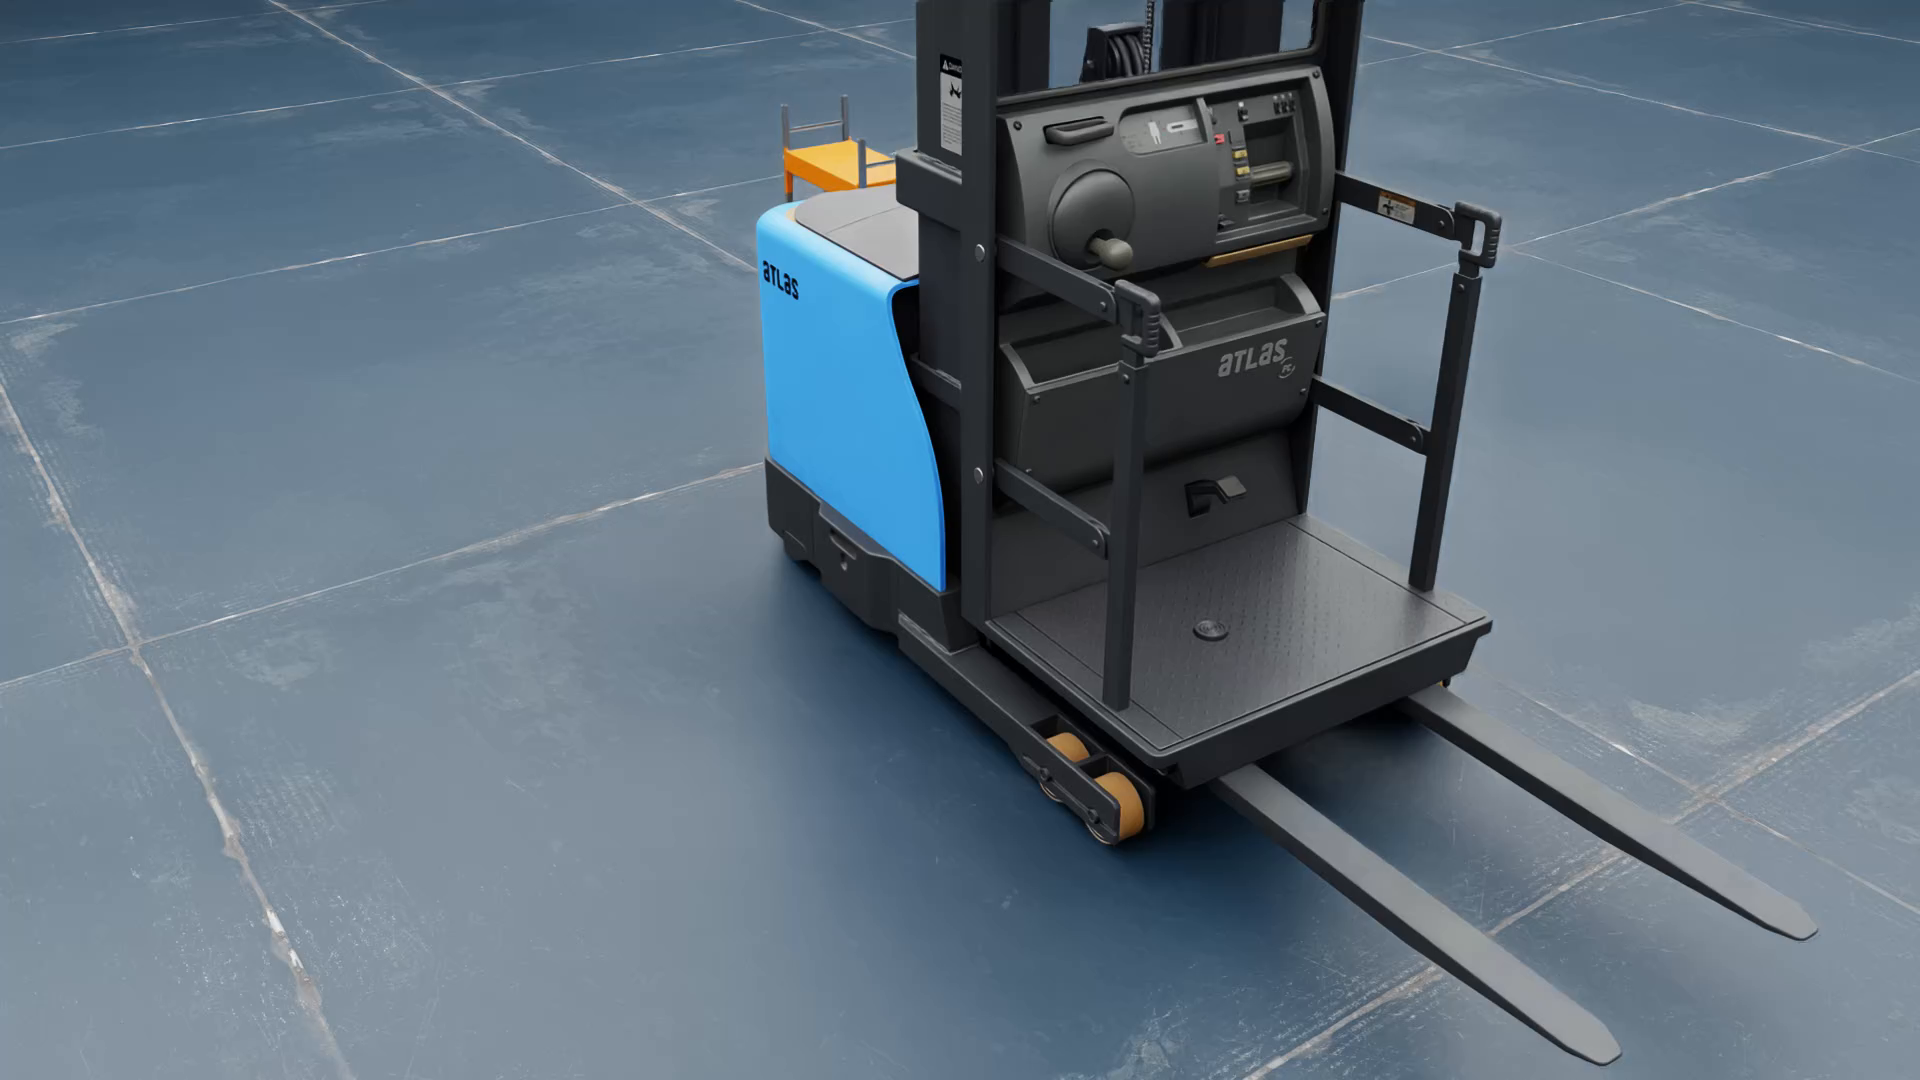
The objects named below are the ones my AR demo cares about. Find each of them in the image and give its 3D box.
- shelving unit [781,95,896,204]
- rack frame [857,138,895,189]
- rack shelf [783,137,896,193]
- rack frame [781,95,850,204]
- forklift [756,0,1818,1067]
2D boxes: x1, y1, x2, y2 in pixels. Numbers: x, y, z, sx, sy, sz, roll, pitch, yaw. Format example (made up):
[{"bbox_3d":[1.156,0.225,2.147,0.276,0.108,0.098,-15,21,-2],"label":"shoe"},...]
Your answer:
[{"bbox_3d":[-0.333,-0.784,5.437,0.258,1.200,0.503,-17,33,-29],"label":"shelving unit"},{"bbox_3d":[-0.200,-0.687,5.257,0.240,1.200,0.015,-17,33,-29],"label":"rack frame"},{"bbox_3d":[-0.333,-1.130,5.249,0.258,0.148,0.480,-17,33,-29],"label":"rack shelf"},{"bbox_3d":[-0.465,-0.882,5.617,0.240,1.200,0.015,-17,33,-29],"label":"rack frame"},{"bbox_3d":[0.625,-0.829,3.705,1.130,2.935,3.031,-17,33,-29],"label":"forklift"}]
